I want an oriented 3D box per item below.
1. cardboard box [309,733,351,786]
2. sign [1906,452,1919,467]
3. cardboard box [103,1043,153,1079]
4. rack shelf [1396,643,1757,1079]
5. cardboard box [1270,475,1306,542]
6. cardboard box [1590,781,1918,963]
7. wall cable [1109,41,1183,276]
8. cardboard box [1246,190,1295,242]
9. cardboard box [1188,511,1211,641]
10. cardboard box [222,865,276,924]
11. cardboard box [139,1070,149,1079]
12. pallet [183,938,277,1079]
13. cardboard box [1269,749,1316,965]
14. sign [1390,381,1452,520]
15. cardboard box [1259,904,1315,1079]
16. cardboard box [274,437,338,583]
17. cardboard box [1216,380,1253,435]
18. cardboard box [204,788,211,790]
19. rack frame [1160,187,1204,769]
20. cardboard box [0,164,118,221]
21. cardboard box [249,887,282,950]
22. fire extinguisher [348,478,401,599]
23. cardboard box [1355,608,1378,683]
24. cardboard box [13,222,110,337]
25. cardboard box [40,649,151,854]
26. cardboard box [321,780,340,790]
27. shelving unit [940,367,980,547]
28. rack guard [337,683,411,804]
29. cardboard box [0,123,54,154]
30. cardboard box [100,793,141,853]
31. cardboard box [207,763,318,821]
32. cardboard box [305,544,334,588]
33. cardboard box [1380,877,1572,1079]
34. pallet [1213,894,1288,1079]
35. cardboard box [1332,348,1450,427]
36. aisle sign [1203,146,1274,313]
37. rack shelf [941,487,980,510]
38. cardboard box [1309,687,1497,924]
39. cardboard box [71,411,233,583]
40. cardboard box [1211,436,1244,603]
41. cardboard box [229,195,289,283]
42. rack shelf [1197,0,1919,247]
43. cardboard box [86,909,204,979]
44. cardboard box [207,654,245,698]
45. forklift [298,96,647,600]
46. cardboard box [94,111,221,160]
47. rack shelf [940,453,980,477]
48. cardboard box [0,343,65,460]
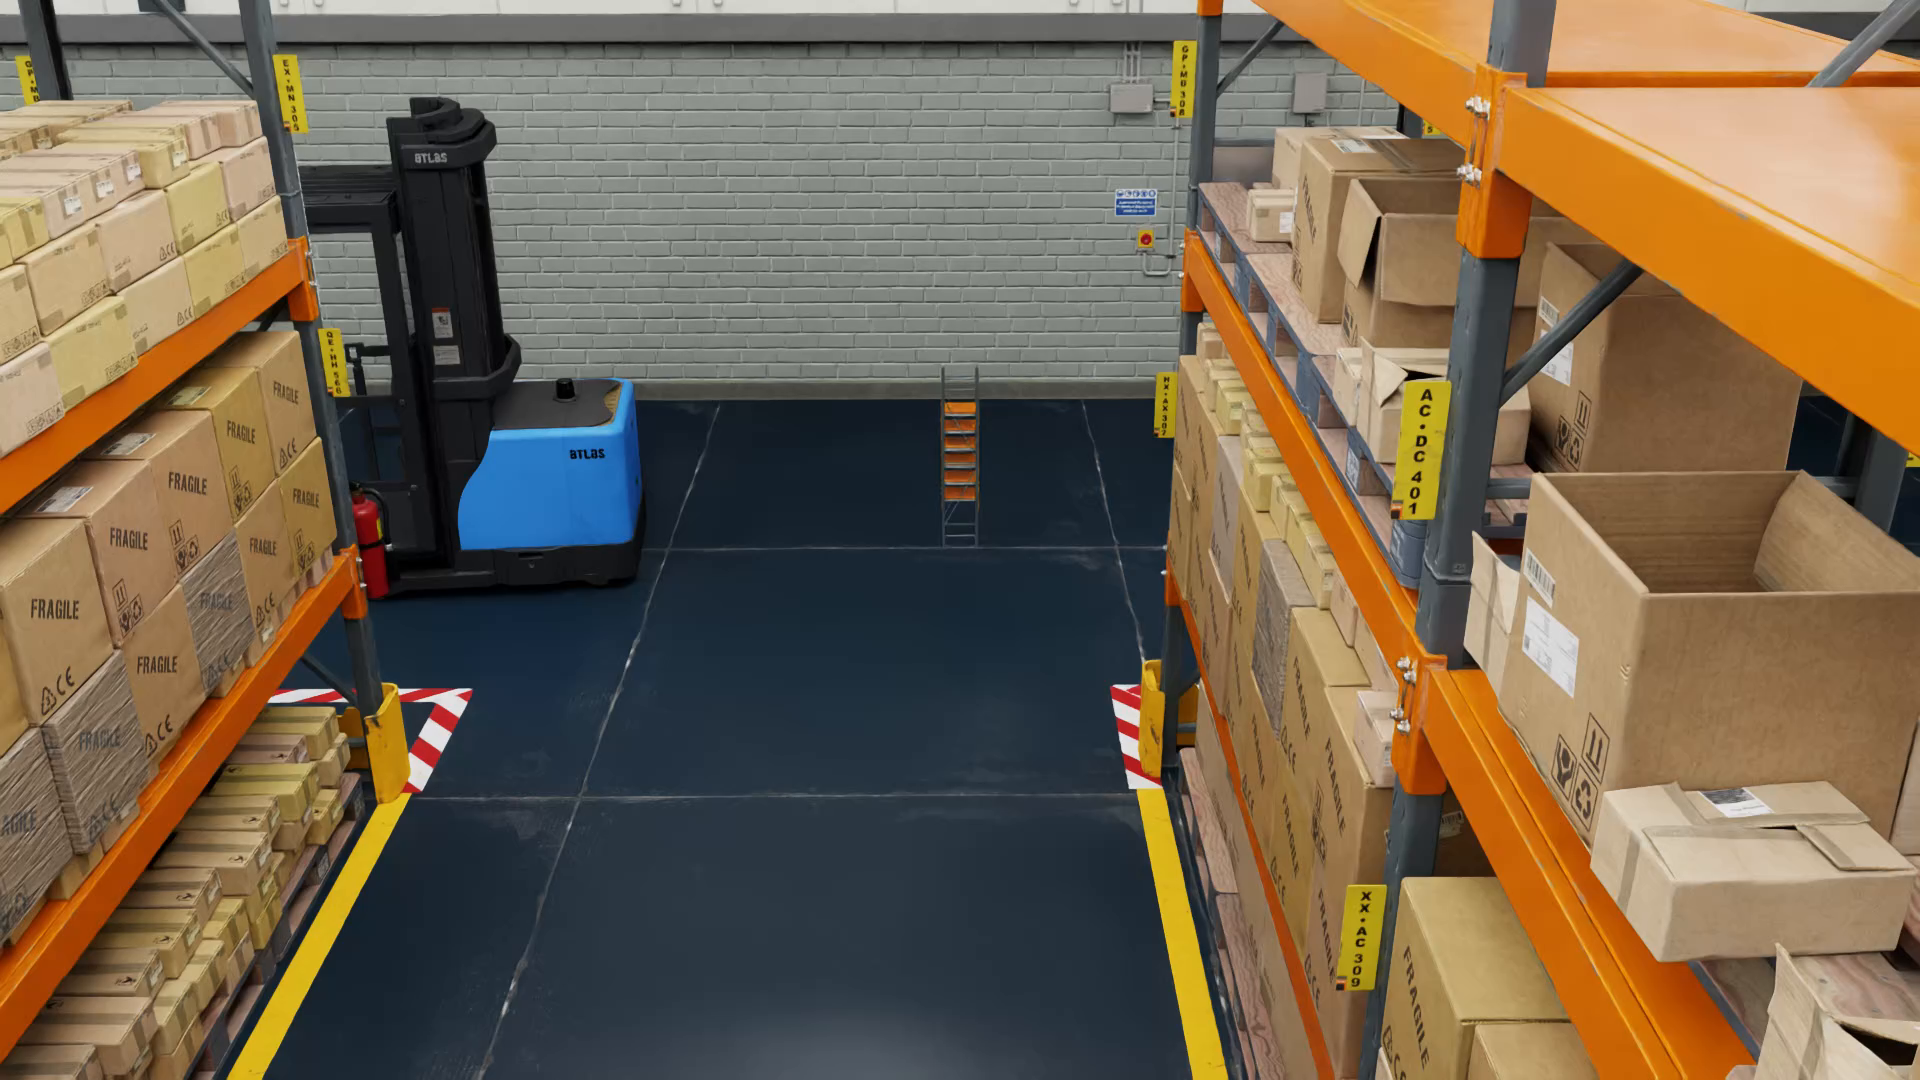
[{"bbox_3d":[-3.128,1.044,7.891,0.380,0.149,0.250,-1,24,-2],"label":"cardboard box"},{"bbox_3d":[2.116,-0.312,3.651,0.100,0.325,0.005,0,24,-1],"label":"sign"},{"bbox_3d":[-3.170,1.896,6.006,0.380,0.149,0.250,1,24,2],"label":"cardboard box"},{"bbox_3d":[1.595,1.225,2.134,1.077,0.370,4.000,0,24,-1],"label":"rack shelf"},{"bbox_3d":[1.283,-0.111,5.733,0.380,0.149,0.250,0,24,-1],"label":"cardboard box"},{"bbox_3d":[1.237,0.511,2.614,0.380,0.166,0.250,-2,24,-4],"label":"cardboard box"},{"bbox_3d":[1.445,-3.009,12.992,0.585,1.953,0.123,0,24,-1],"label":"wall cable"},{"bbox_3d":[1.311,-1.248,6.404,0.380,0.149,0.250,1,24,1],"label":"cardboard box"},{"bbox_3d":[1.281,0.153,7.150,0.500,0.500,0.500,-1,24,-1],"label":"cardboard box"},{"bbox_3d":[-3.102,1.471,6.946,0.380,0.149,0.250,0,24,0],"label":"cardboard box"},{"bbox_3d":[-3.206,2.033,6.065,0.380,0.149,0.250,-1,24,-3],"label":"cardboard box"},{"bbox_3d":[-3.434,1.994,6.586,1.003,0.211,1.213,0,24,-1],"label":"pallet"},{"bbox_3d":[1.301,0.992,5.295,0.500,0.500,0.500,-1,24,-2],"label":"cardboard box"},{"bbox_3d":[1.018,-0.195,3.679,0.100,0.325,0.005,0,24,-1],"label":"sign"},{"bbox_3d":[1.663,1.788,6.257,0.875,0.438,0.875,-1,24,-2],"label":"cardboard box"},{"bbox_3d":[-3.157,-0.142,7.441,0.500,0.500,0.500,0,24,1],"label":"cardboard box"},{"bbox_3d":[1.240,-0.534,6.669,0.380,0.149,0.250,-1,24,-2],"label":"cardboard box"},{"bbox_3d":[-3.733,1.180,7.950,0.380,0.149,0.250,0,24,1],"label":"cardboard box"},{"bbox_3d":[1.530,-0.208,8.071,1.000,3.000,0.127,0,24,-1],"label":"rack frame"},{"bbox_3d":[-3.139,-1.189,5.690,0.380,0.149,0.250,0,24,1],"label":"cardboard box"},{"bbox_3d":[-3.103,1.600,7.022,0.380,0.149,0.250,-1,24,-3],"label":"cardboard box"},{"bbox_3d":[-2.960,-0.045,8.256,0.296,0.674,0.183,0,24,-1],"label":"fire extinguisher"},{"bbox_3d":[1.364,0.306,4.812,0.380,0.149,0.250,0,24,0],"label":"cardboard box"},{"bbox_3d":[-3.156,-0.852,5.430,0.500,0.250,0.500,-1,24,-3],"label":"cardboard box"},{"bbox_3d":[-3.111,0.706,5.567,0.500,0.500,0.500,-1,24,-2],"label":"cardboard box"},{"bbox_3d":[-3.205,1.179,7.953,0.380,0.149,0.250,0,24,0],"label":"cardboard box"},{"bbox_3d":[0.000,-0.541,10.990,0.258,1.200,0.189,0,24,-1],"label":"shelving unit"},{"bbox_3d":[-3.418,1.026,8.376,1.175,0.500,0.348,0,24,-1],"label":"rack guard"},{"bbox_3d":[-3.728,-1.501,6.379,0.380,0.149,0.250,0,24,-1],"label":"cardboard box"},{"bbox_3d":[-3.114,0.958,5.798,0.380,0.149,0.250,1,24,2],"label":"cardboard box"},{"bbox_3d":[-3.085,1.119,7.364,0.380,0.149,0.250,-1,24,-2],"label":"cardboard box"},{"bbox_3d":[-3.133,0.103,7.687,0.380,0.149,0.250,0,24,0],"label":"cardboard box"},{"bbox_3d":[1.291,1.121,3.796,0.500,0.500,0.500,0,24,0],"label":"cardboard box"},{"bbox_3d":[1.627,1.893,6.809,1.003,0.211,1.213,0,24,-1],"label":"pallet"},{"bbox_3d":[1.243,-0.420,4.573,0.380,0.149,0.250,0,24,1],"label":"cardboard box"},{"bbox_3d":[1.239,-1.421,7.598,0.394,0.787,0.004,0,24,-1],"label":"aisle sign"},{"bbox_3d":[0.000,-0.282,11.107,0.258,0.103,0.180,0,24,-1],"label":"rack shelf"},{"bbox_3d":[1.292,0.745,4.627,0.500,0.500,0.500,0,24,-1],"label":"cardboard box"},{"bbox_3d":[-3.145,-0.171,6.292,0.500,0.500,0.500,1,24,2],"label":"cardboard box"},{"bbox_3d":[1.276,-0.086,6.465,0.500,0.500,0.500,0,24,-1],"label":"cardboard box"},{"bbox_3d":[-3.150,-1.257,6.931,0.500,0.250,0.500,-1,24,-2],"label":"cardboard box"},{"bbox_3d":[1.551,-1.608,5.243,1.077,0.370,4.000,0,24,-1],"label":"rack shelf"},{"bbox_3d":[-3.164,1.553,6.404,0.380,0.149,0.250,0,24,0],"label":"cardboard box"},{"bbox_3d":[-3.150,0.523,6.759,0.380,0.149,0.250,-1,24,-3],"label":"cardboard box"},{"bbox_3d":[-3.611,-1.180,10.303,3.031,2.935,1.130,-2,24,-5],"label":"forklift"},{"bbox_3d":[-3.195,-1.615,6.632,0.380,0.149,0.250,0,24,0],"label":"cardboard box"},{"bbox_3d":[0.000,-0.500,11.008,0.258,0.103,0.180,0,24,-1],"label":"rack shelf"},{"bbox_3d":[-3.117,-0.408,5.053,0.500,0.250,0.500,1,24,2],"label":"cardboard box"}]
